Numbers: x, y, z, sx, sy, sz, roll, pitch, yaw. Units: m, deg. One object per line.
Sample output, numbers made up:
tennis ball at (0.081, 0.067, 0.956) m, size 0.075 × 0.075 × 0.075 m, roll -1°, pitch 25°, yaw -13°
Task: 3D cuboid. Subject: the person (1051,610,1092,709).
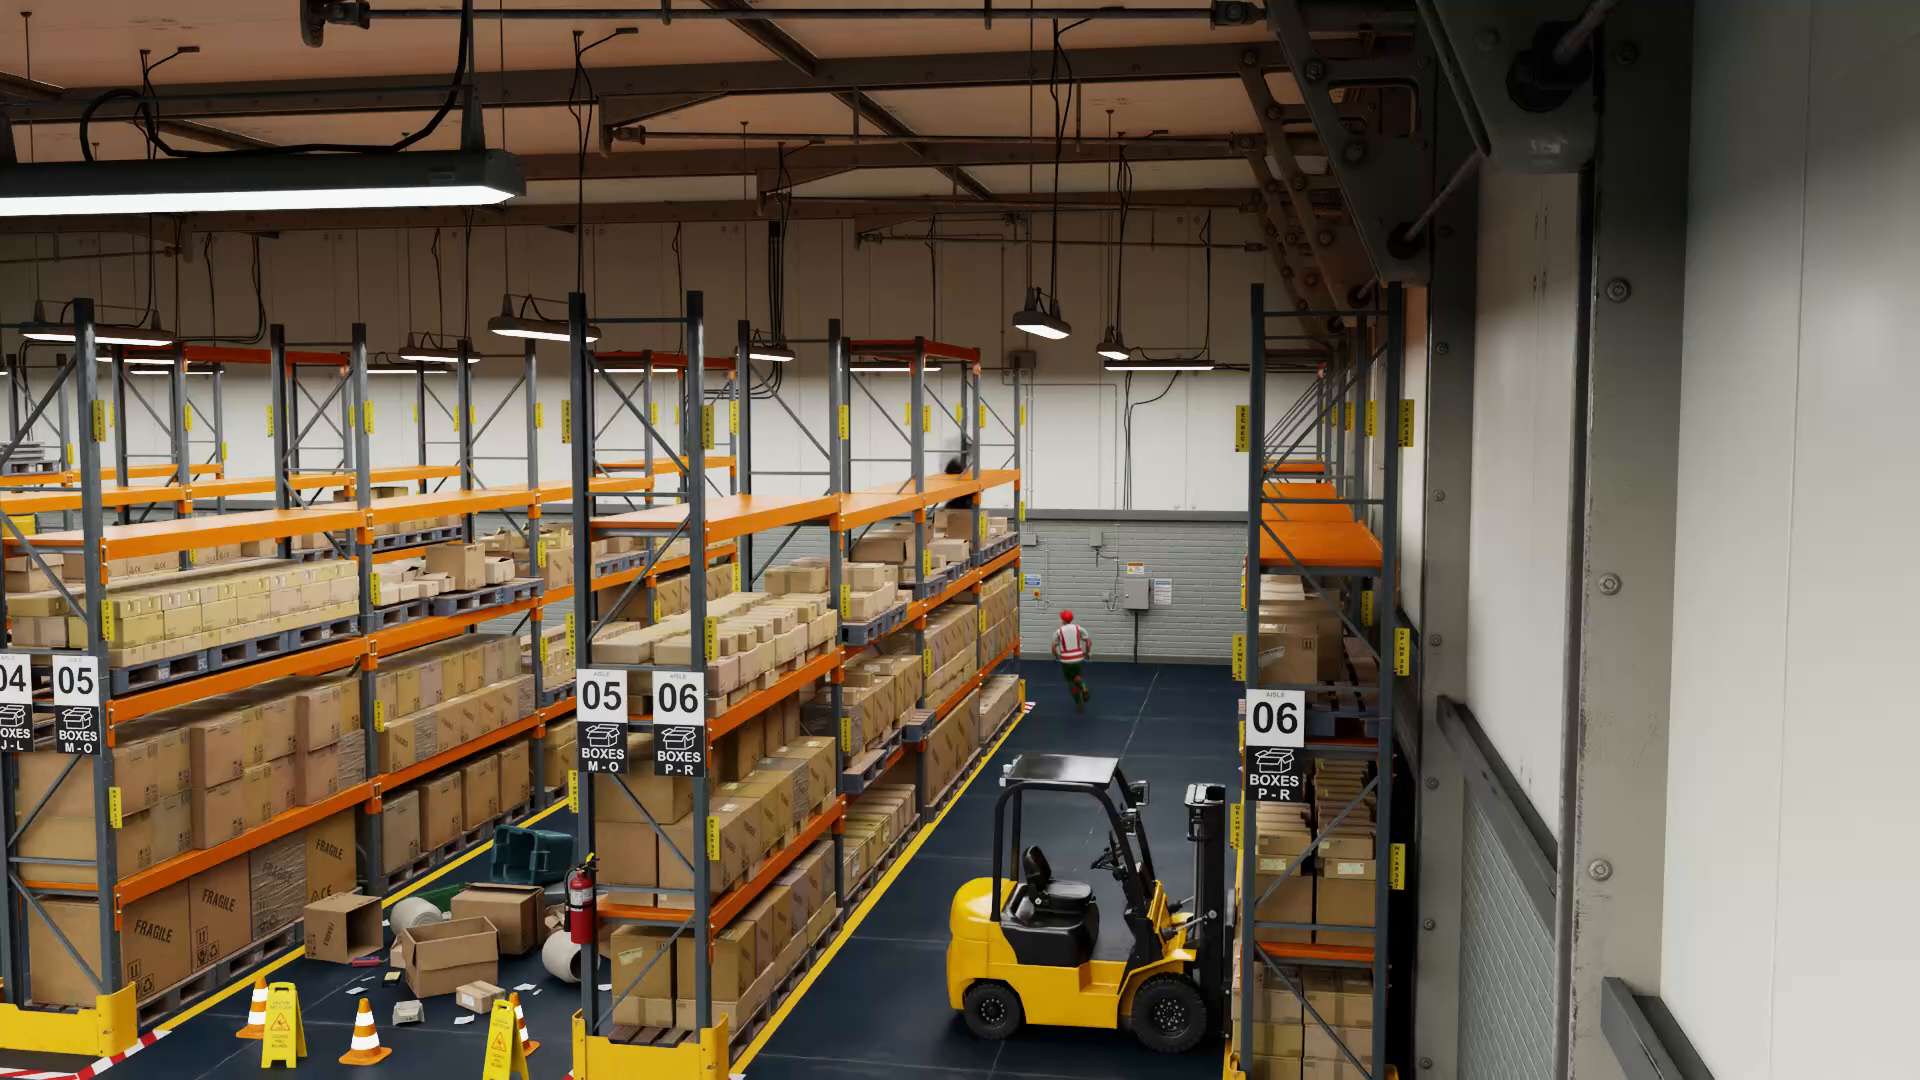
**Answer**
person at (1.876, 2.030, 28.370) m, size 0.709 × 1.711 × 0.543 m, roll -1°, pitch 5°, yaw -13°
